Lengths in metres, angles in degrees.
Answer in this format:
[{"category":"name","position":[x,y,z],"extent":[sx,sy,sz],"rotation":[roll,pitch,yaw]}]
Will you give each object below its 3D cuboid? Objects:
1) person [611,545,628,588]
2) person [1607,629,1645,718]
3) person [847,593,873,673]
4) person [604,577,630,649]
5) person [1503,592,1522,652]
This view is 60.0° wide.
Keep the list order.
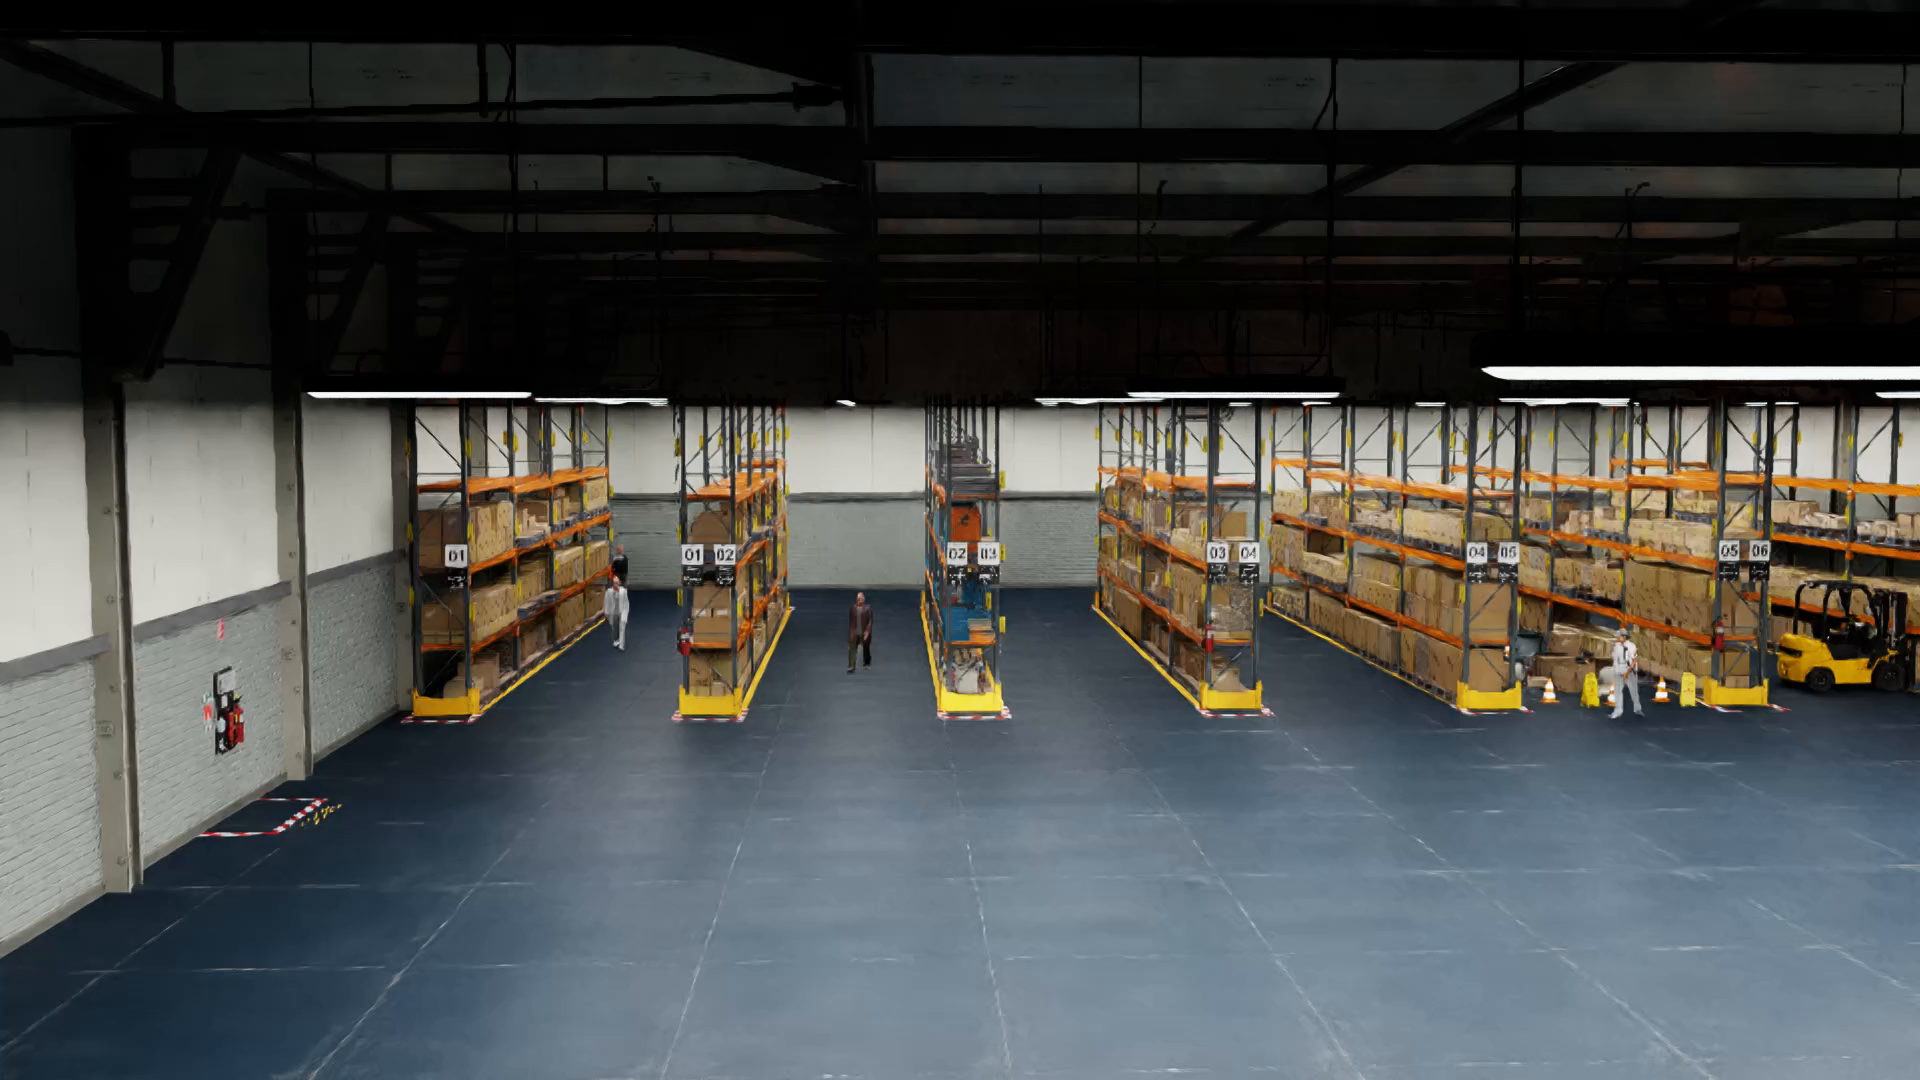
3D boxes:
[{"category":"person","position":[-10.141,0.994,49.081],"extent":[0.480,1.717,0.711],"rotation":[4,6,43]},{"category":"person","position":[12.376,2.464,30.859],"extent":[0.687,1.650,0.516],"rotation":[-3,5,-34]},{"category":"person","position":[-2.156,1.998,36.113],"extent":[0.573,1.716,1.103],"rotation":[0,5,6]},{"category":"person","position":[-8.172,1.724,39.570],"extent":[0.599,1.695,1.187],"rotation":[0,5,-5]},{"category":"person","position":[12.831,1.790,38.723],"extent":[0.580,1.721,0.654],"rotation":[2,5,24]}]
